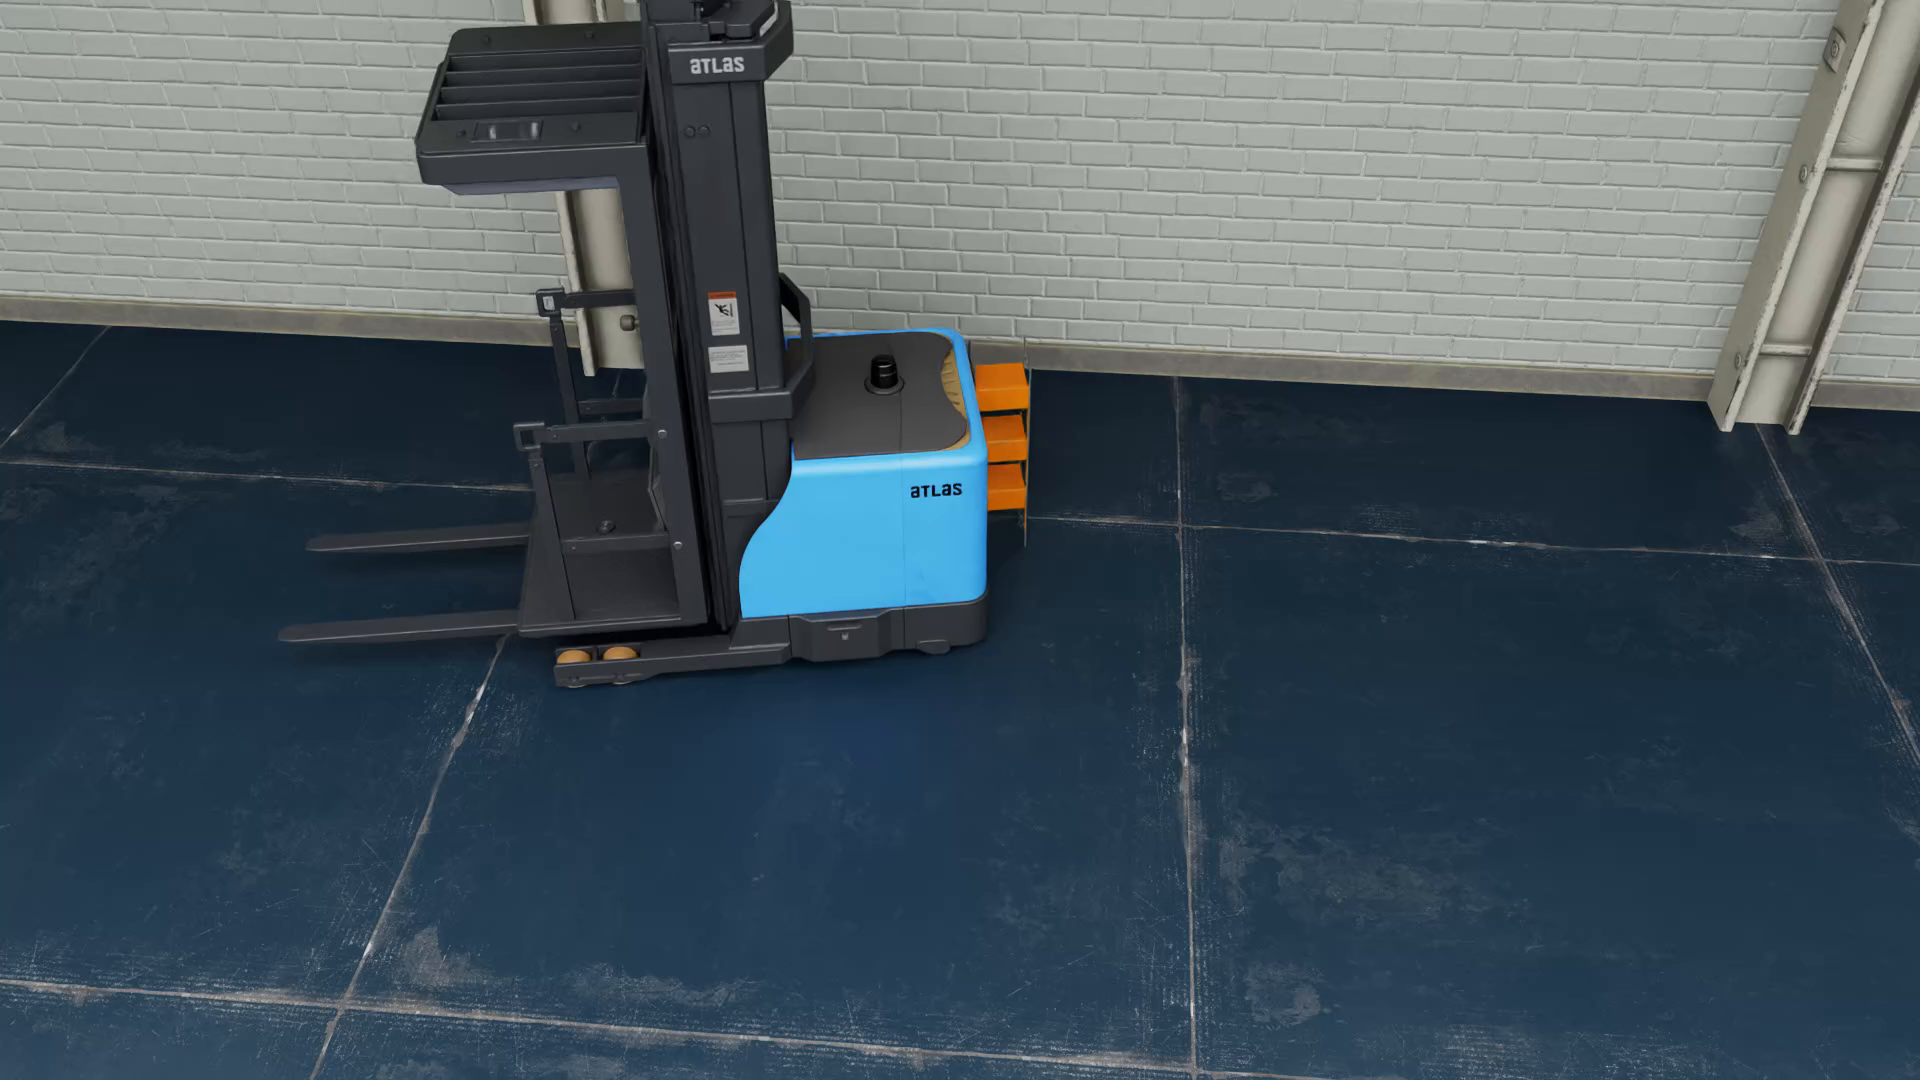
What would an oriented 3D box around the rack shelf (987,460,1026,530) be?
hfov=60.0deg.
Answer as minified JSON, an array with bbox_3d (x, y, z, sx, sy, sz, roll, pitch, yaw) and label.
[{"bbox_3d":[0.175,-0.203,7.796,0.240,0.259,0.215,-4,39,-5],"label":"rack shelf"}]

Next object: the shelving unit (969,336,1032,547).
[{"bbox_3d":[0.175,-0.427,7.613,0.252,1.050,0.215,-4,39,-5],"label":"shelving unit"}]

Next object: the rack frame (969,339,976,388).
[{"bbox_3d":[0.054,-0.419,7.603,0.008,1.050,0.200,-4,39,-5],"label":"rack frame"}]

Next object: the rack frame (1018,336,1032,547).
[{"bbox_3d":[0.297,-0.436,7.624,0.008,1.050,0.200,-4,39,-5],"label":"rack frame"}]

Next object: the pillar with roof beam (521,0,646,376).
[{"bbox_3d":[-2.198,-1.761,2.955,0.400,9.000,9.100,3,39,4],"label":"pillar with roof beam"}]

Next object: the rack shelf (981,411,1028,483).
[{"bbox_3d":[0.175,-0.419,7.620,0.240,0.259,0.215,-4,39,-5],"label":"rack shelf"}]

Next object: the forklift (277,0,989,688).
[{"bbox_3d":[-1.426,-0.856,6.650,3.031,2.935,1.130,-4,39,-5],"label":"forklift"}]

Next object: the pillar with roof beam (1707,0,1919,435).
[{"bbox_3d":[3.780,-1.434,2.553,0.400,9.000,9.100,3,39,4],"label":"pillar with roof beam"}]

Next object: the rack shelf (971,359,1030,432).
[{"bbox_3d":[0.175,-0.639,7.441,0.240,0.259,0.215,-4,39,-5],"label":"rack shelf"}]
